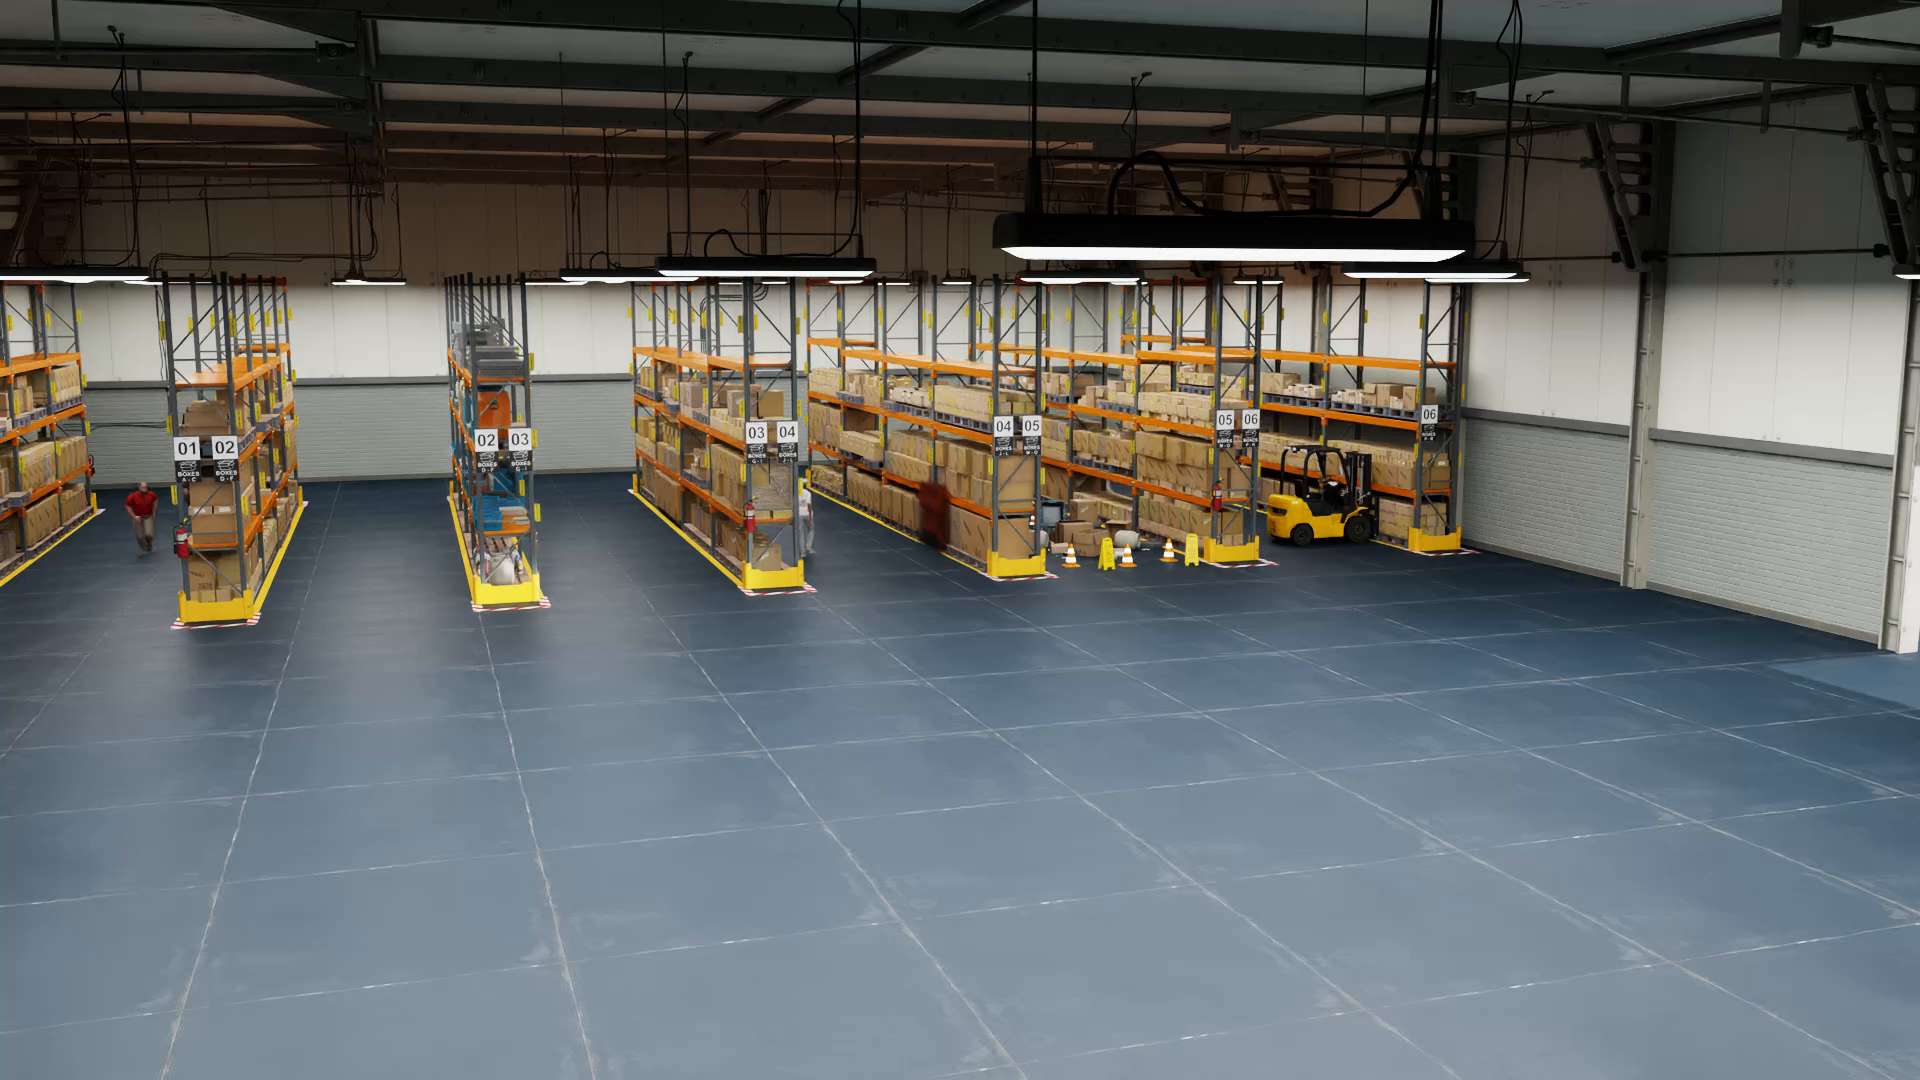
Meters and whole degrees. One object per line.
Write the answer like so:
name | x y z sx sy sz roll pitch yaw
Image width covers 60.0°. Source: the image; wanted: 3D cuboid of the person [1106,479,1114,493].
person | 4.072 -1.958 45.619 0.508 1.646 0.578 -8 12 -42

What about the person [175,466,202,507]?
person | -18.659 -1.191 40.458 0.680 1.677 0.638 -1 9 -10

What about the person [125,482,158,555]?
person | -17.580 -0.463 35.775 0.623 1.631 0.639 -4 9 -22

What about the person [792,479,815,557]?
person | -3.356 -0.475 35.701 0.491 1.641 0.503 0 9 0
